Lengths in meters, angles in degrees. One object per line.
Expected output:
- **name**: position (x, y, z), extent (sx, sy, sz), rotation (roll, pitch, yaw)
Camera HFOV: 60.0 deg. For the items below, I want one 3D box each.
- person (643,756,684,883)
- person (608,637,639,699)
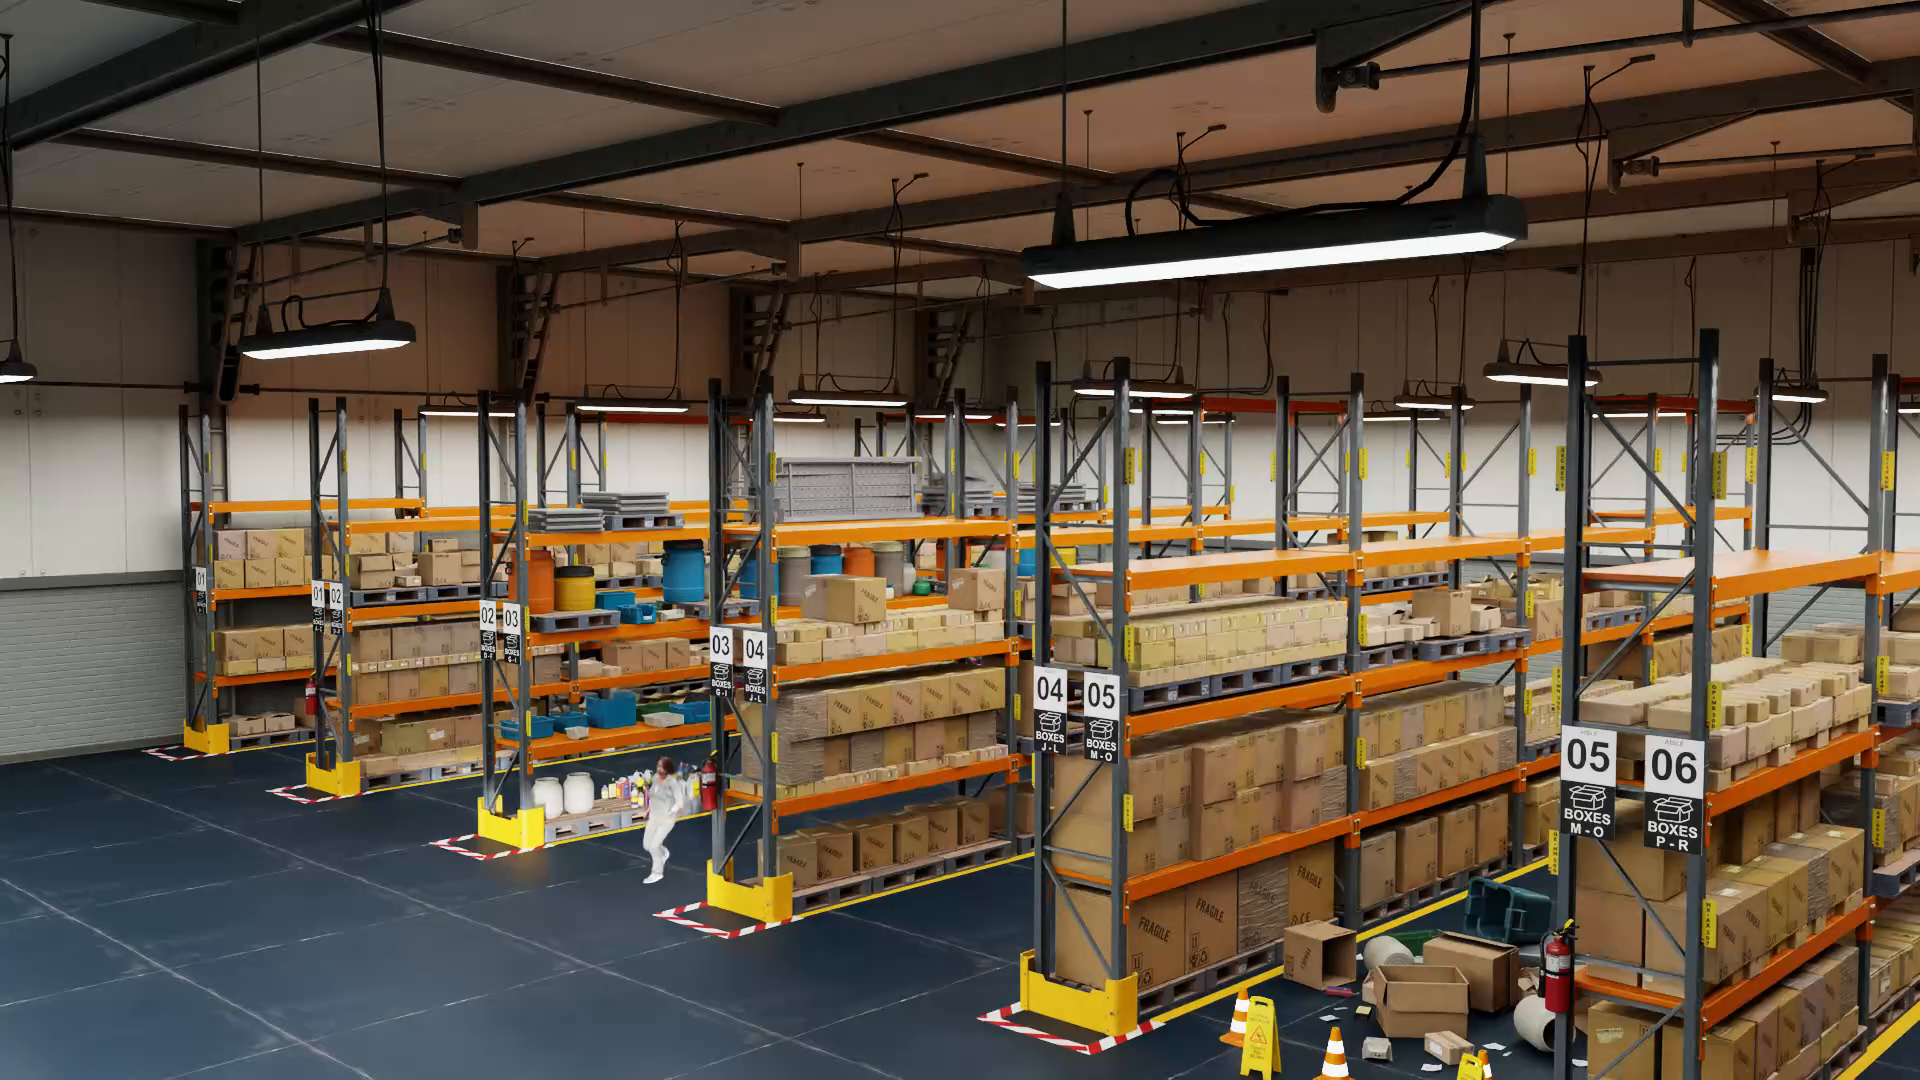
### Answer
- **person**: position (-3.535, 3.355, 19.989), extent (0.585, 1.546, 0.517), rotation (2, 3, 31)
- **person**: position (-6.632, 2.644, 32.453), extent (0.618, 1.682, 1.023), rotation (2, 4, 33)
